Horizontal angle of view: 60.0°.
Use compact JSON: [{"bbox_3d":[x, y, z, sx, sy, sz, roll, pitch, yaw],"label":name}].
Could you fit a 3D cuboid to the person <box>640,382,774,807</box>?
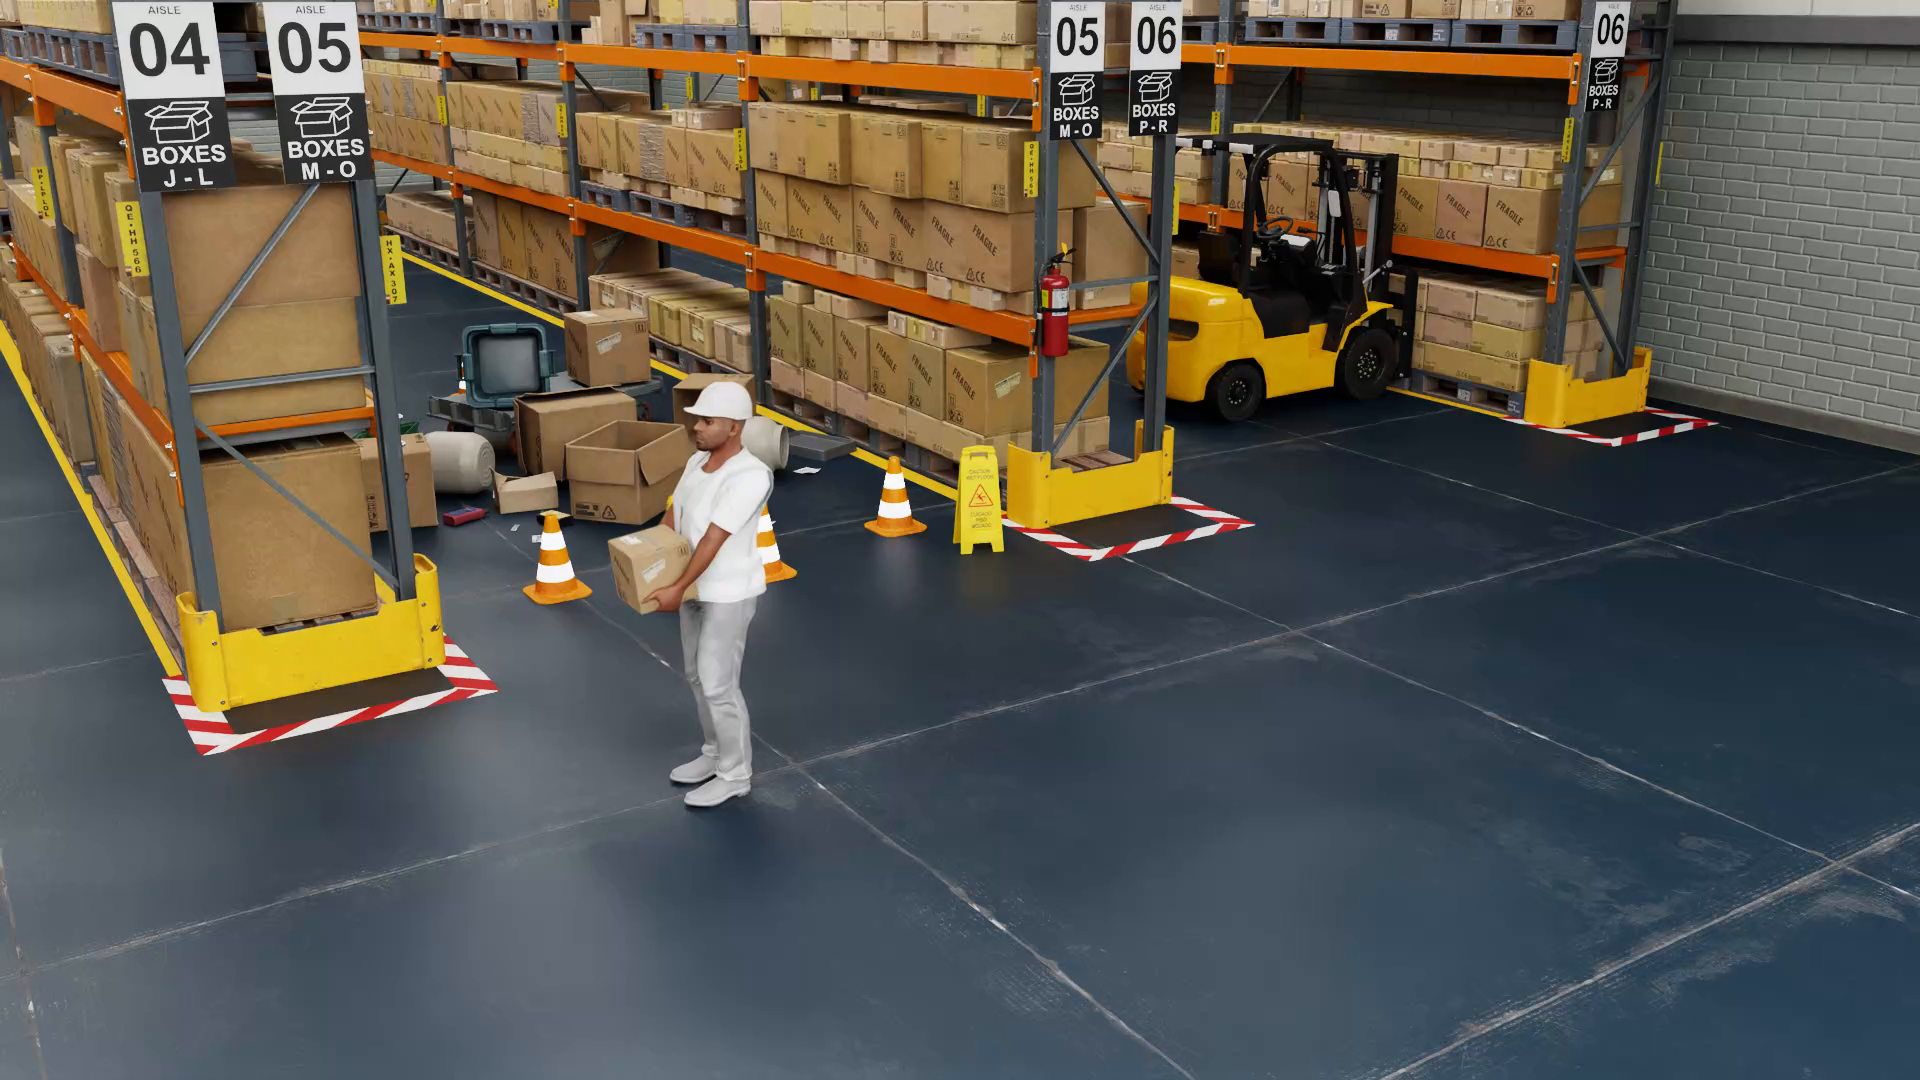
[{"bbox_3d":[-1.075,0.231,6.811,0.581,1.761,0.504,-11,21,-31],"label":"person"}]
